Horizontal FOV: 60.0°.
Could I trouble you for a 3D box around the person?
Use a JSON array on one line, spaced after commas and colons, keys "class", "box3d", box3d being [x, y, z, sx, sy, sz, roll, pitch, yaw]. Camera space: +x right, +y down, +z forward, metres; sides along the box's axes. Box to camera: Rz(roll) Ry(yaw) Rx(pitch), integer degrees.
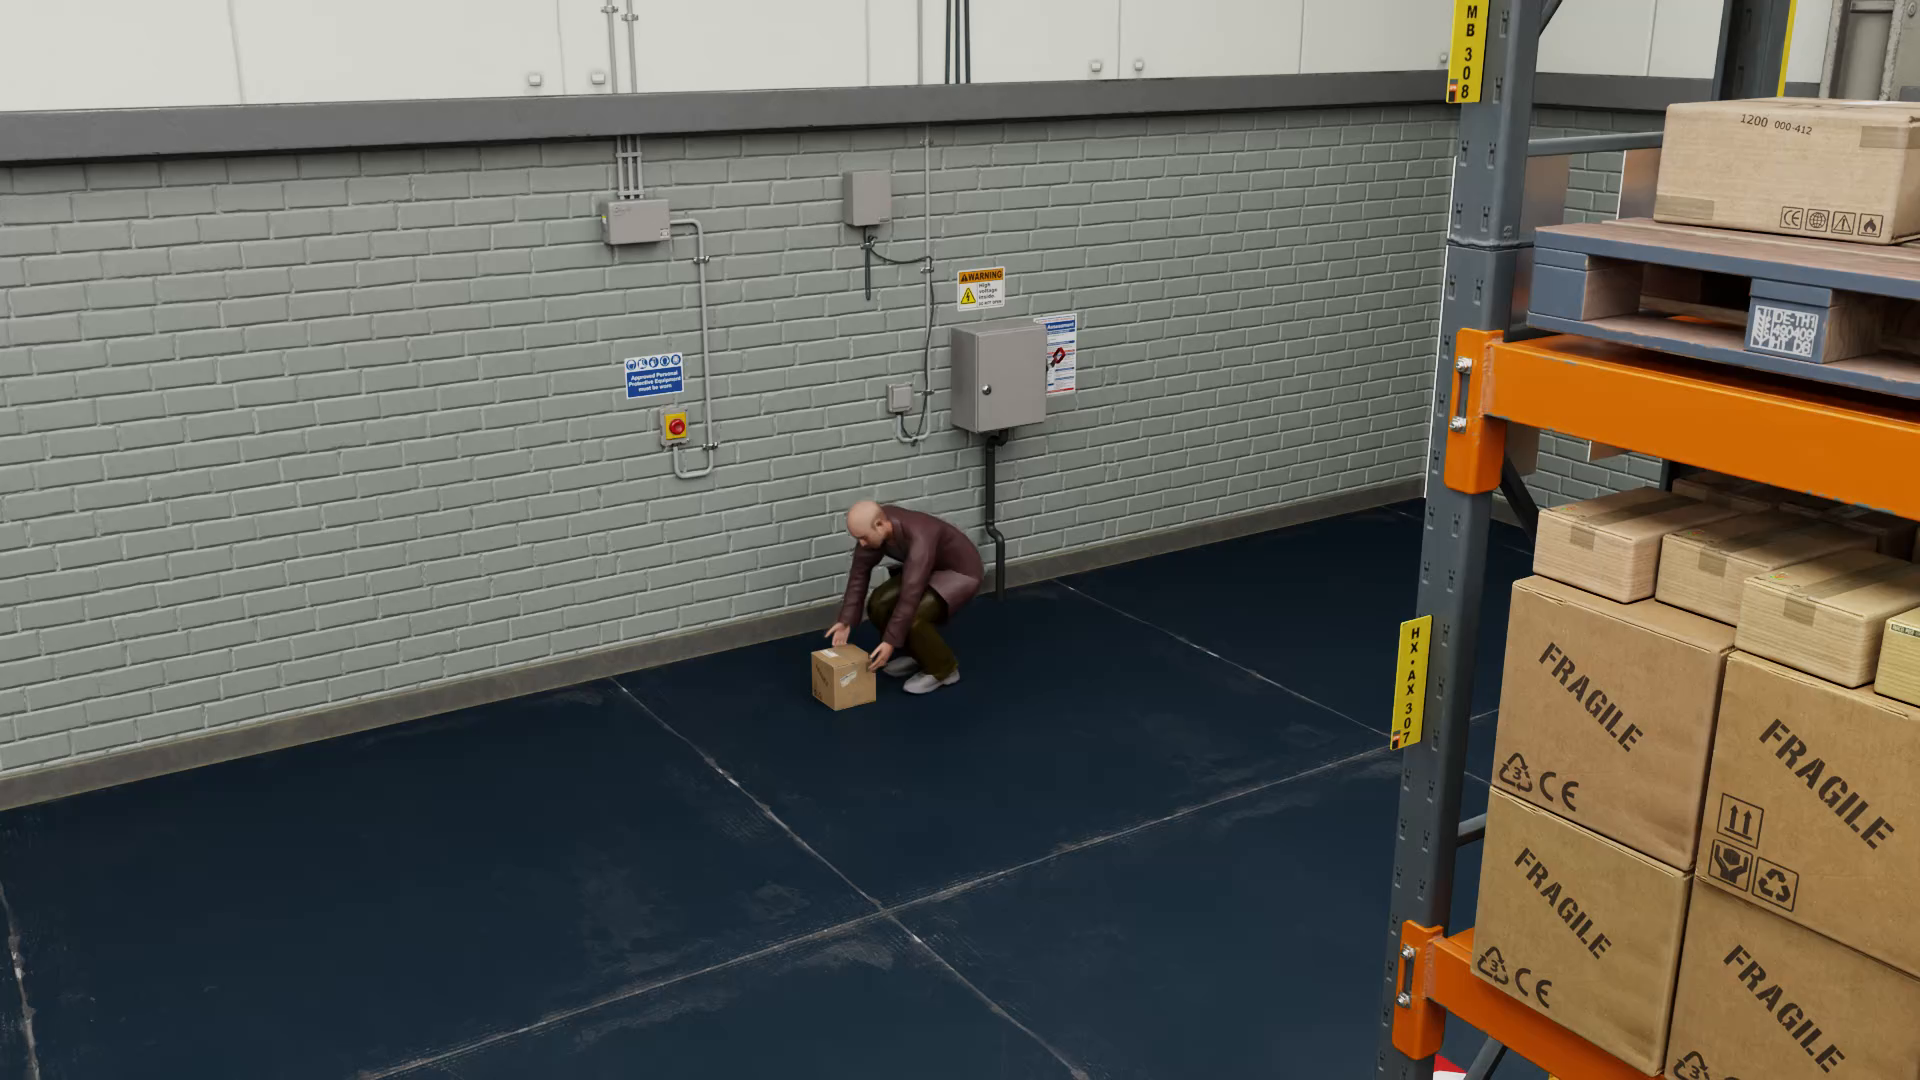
[{"class": "person", "box3d": [-0.342, 0.283, 8.860, 0.946, 1.065, 0.575, -13, 22, -34]}]
